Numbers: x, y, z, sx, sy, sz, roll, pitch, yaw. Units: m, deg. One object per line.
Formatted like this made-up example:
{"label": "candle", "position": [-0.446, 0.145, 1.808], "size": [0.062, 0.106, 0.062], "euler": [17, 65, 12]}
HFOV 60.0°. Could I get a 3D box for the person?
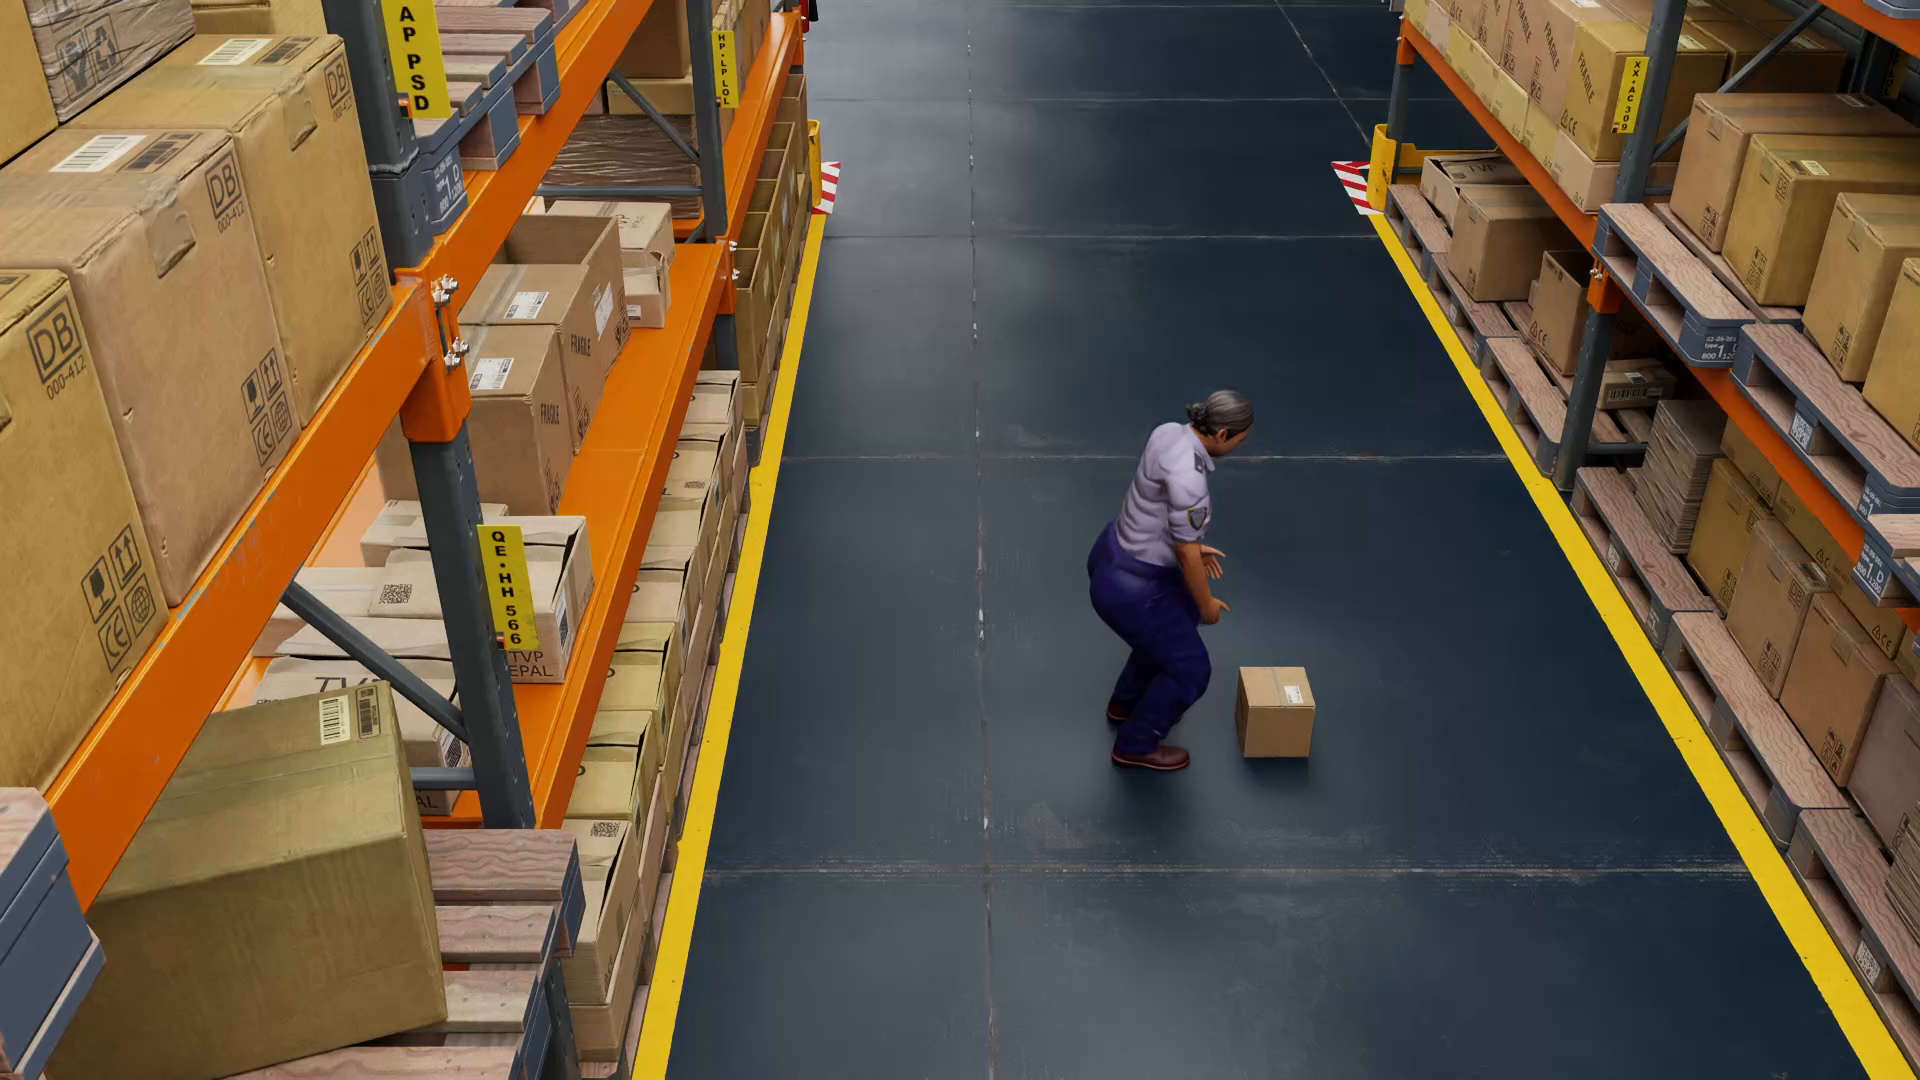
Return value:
{"label": "person", "position": [0.742, 0.128, 6.106], "size": [0.552, 1.490, 0.523], "euler": [0, 32, 0]}
